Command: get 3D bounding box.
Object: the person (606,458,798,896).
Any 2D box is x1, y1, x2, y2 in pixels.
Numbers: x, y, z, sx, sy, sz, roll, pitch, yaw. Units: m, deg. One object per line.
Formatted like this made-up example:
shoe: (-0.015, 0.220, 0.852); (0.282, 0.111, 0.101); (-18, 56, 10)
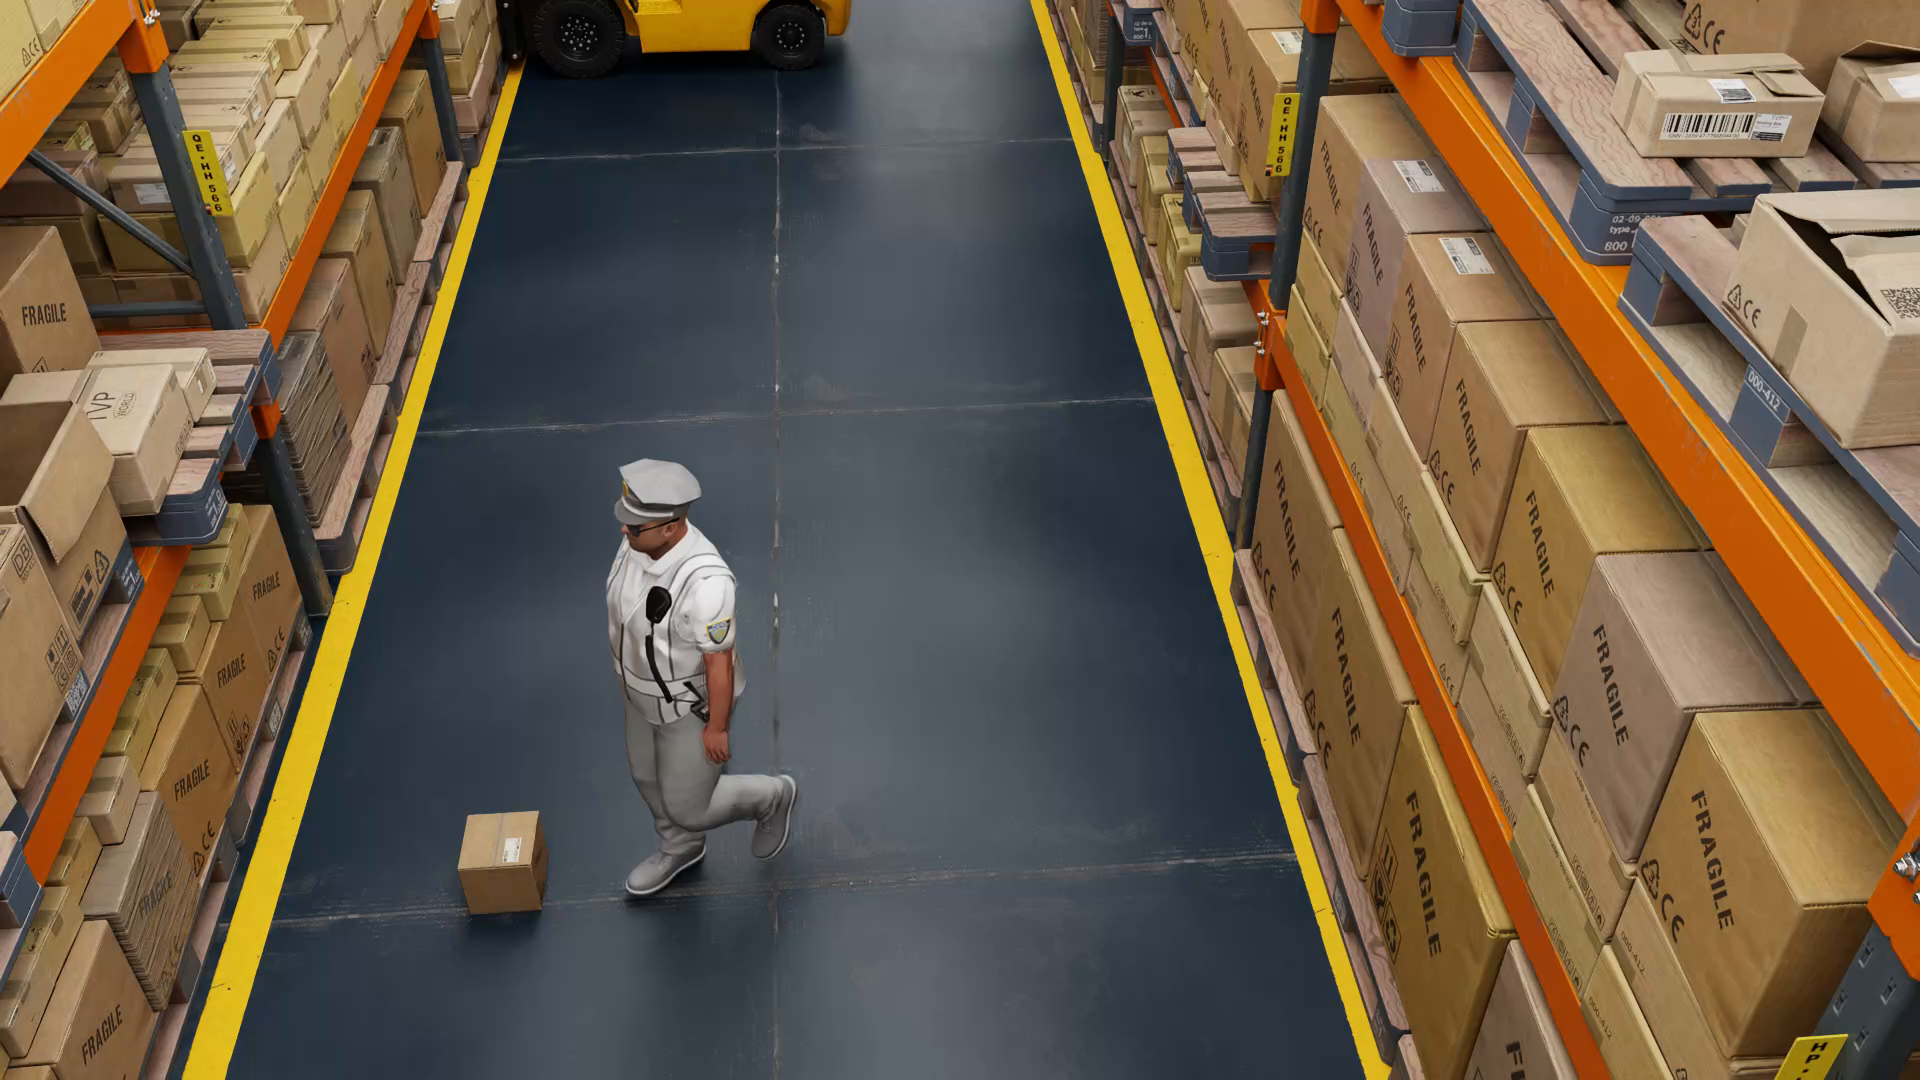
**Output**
person: (-0.924, 0.476, 5.517); (0.623, 1.745, 0.536); (-28, 47, -30)
